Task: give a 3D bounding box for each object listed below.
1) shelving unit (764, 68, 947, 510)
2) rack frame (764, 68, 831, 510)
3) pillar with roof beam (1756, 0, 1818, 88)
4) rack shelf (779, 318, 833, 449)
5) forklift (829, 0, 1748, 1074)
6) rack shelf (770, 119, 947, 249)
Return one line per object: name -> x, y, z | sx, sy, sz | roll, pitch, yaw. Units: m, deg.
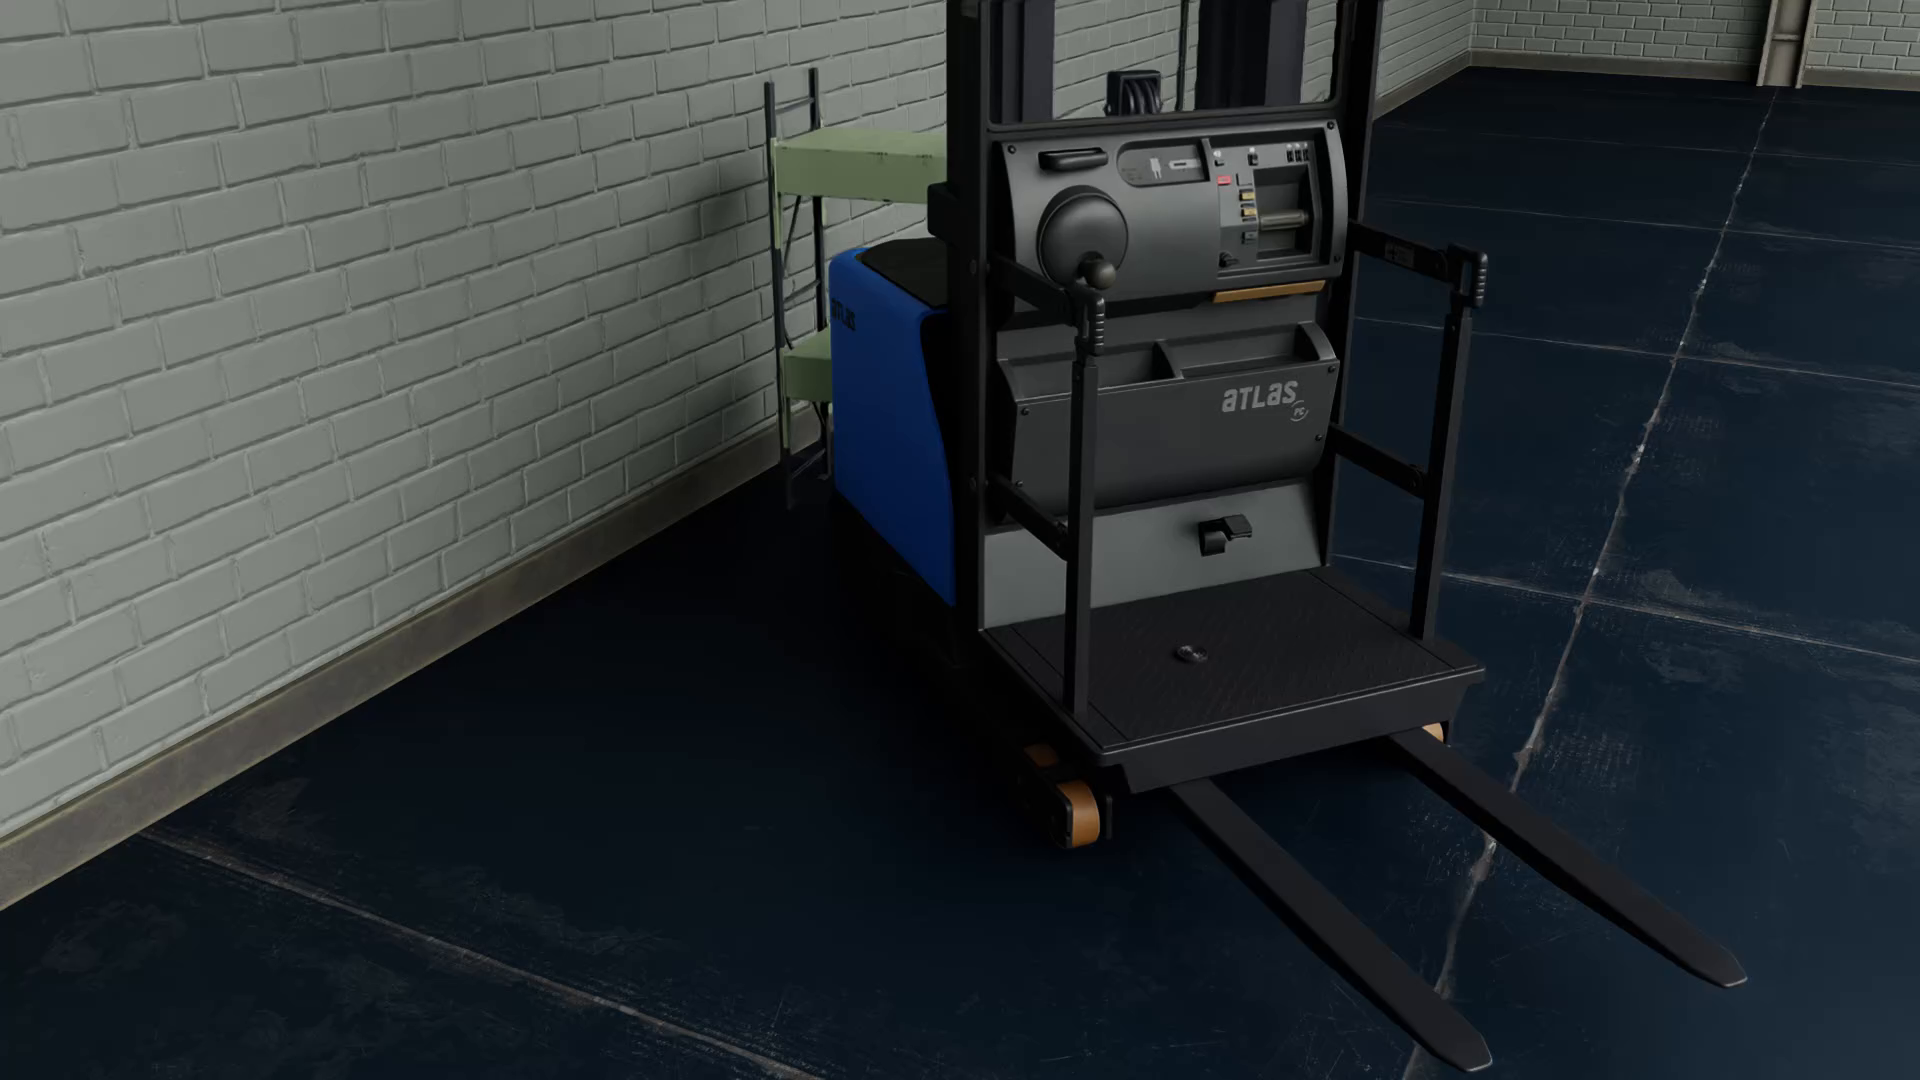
shelving unit -> -0.220, -0.827, 5.779 | 0.755, 1.500, 0.431 | 8, 24, 17
rack frame -> -0.566, -0.873, 5.887 | 0.023, 1.500, 0.400 | 8, 24, 17
pillar with roof beam -> 5.999, -7.050, 10.830 | 0.400, 9.000, 9.100 | 11, 25, 25
rack shelf -> -0.220, -0.527, 5.906 | 0.720, 0.370, 0.431 | 8, 24, 17
forklift -> 0.621, -0.794, 3.872 | 1.130, 2.935, 3.031 | -9, 25, -21
rack shelf -> -0.220, -1.186, 5.626 | 0.720, 0.370, 0.431 | 8, 24, 17
